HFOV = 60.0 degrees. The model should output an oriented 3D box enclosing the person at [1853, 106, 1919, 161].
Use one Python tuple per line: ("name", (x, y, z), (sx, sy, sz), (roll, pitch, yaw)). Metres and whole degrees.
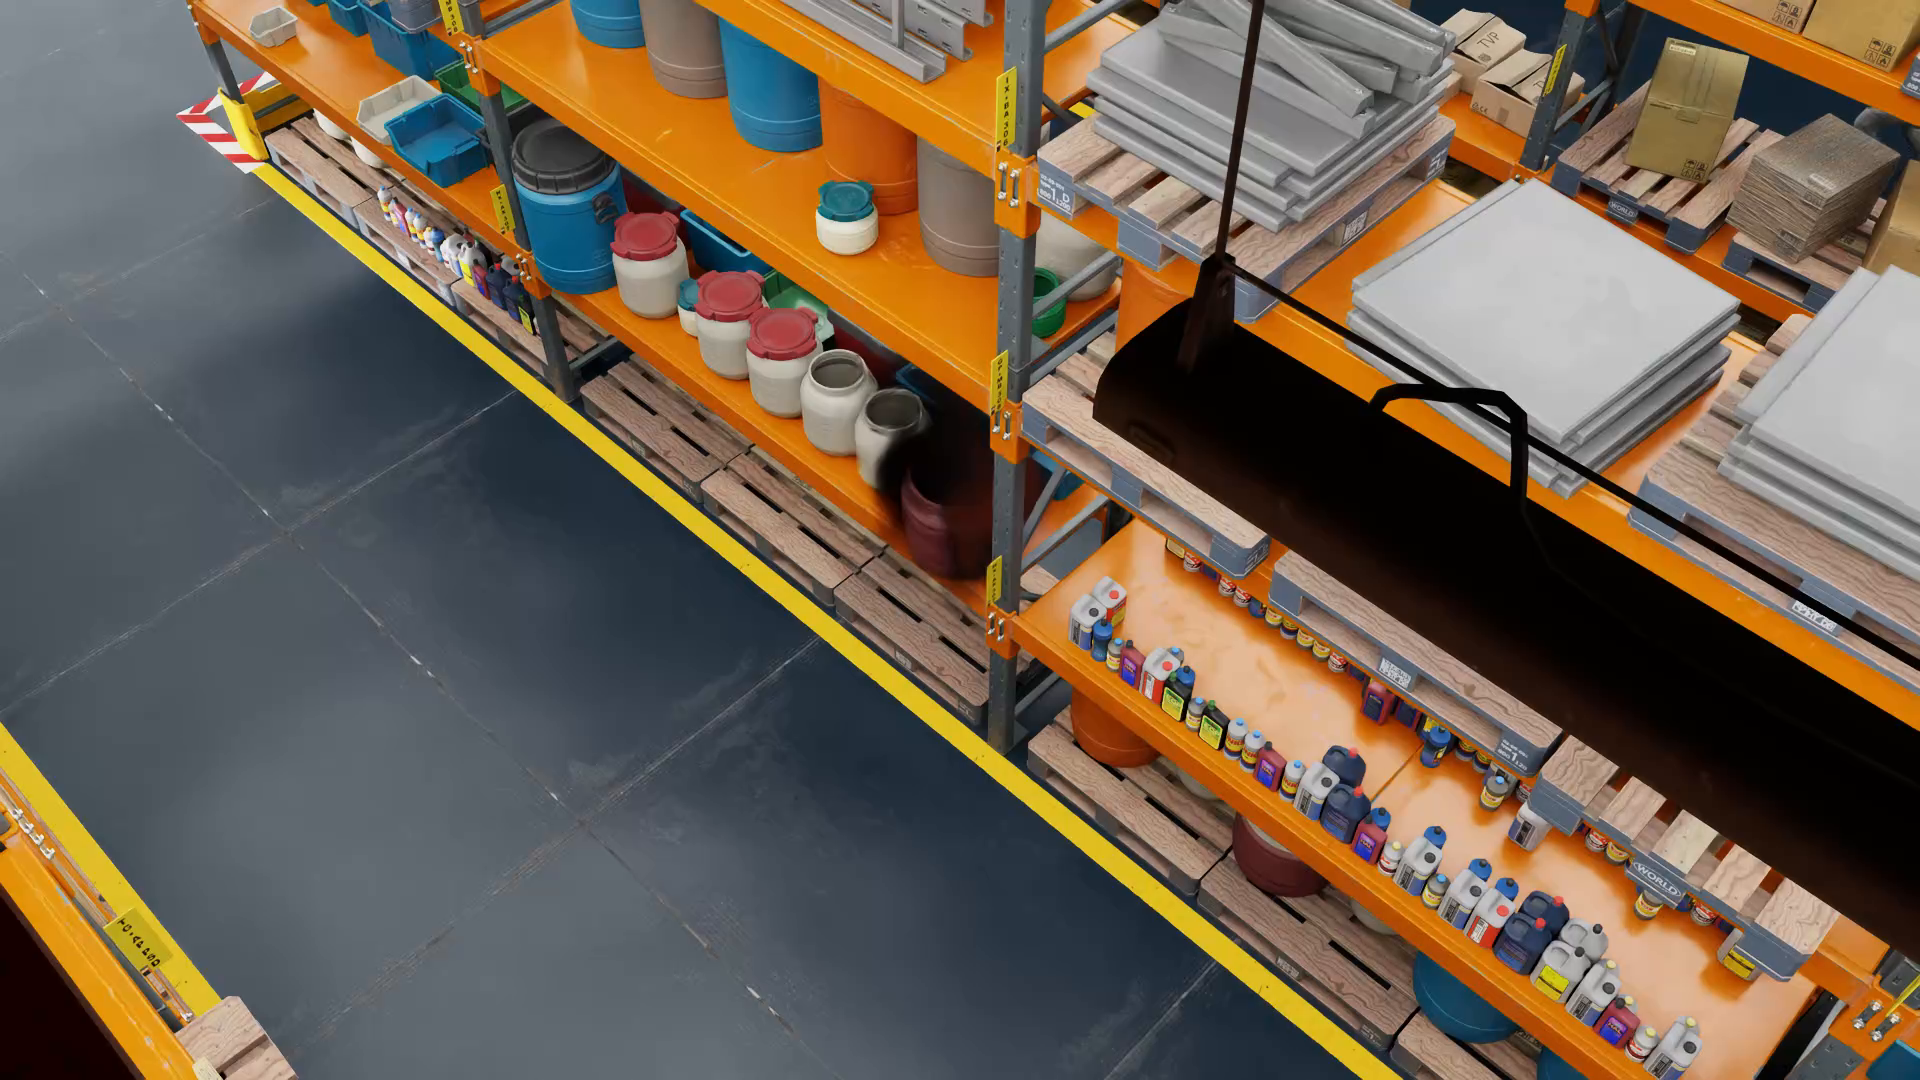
("person", (6.978, -3.280, 12.081), (0.940, 1.618, 0.470), (28, 55, 21))
